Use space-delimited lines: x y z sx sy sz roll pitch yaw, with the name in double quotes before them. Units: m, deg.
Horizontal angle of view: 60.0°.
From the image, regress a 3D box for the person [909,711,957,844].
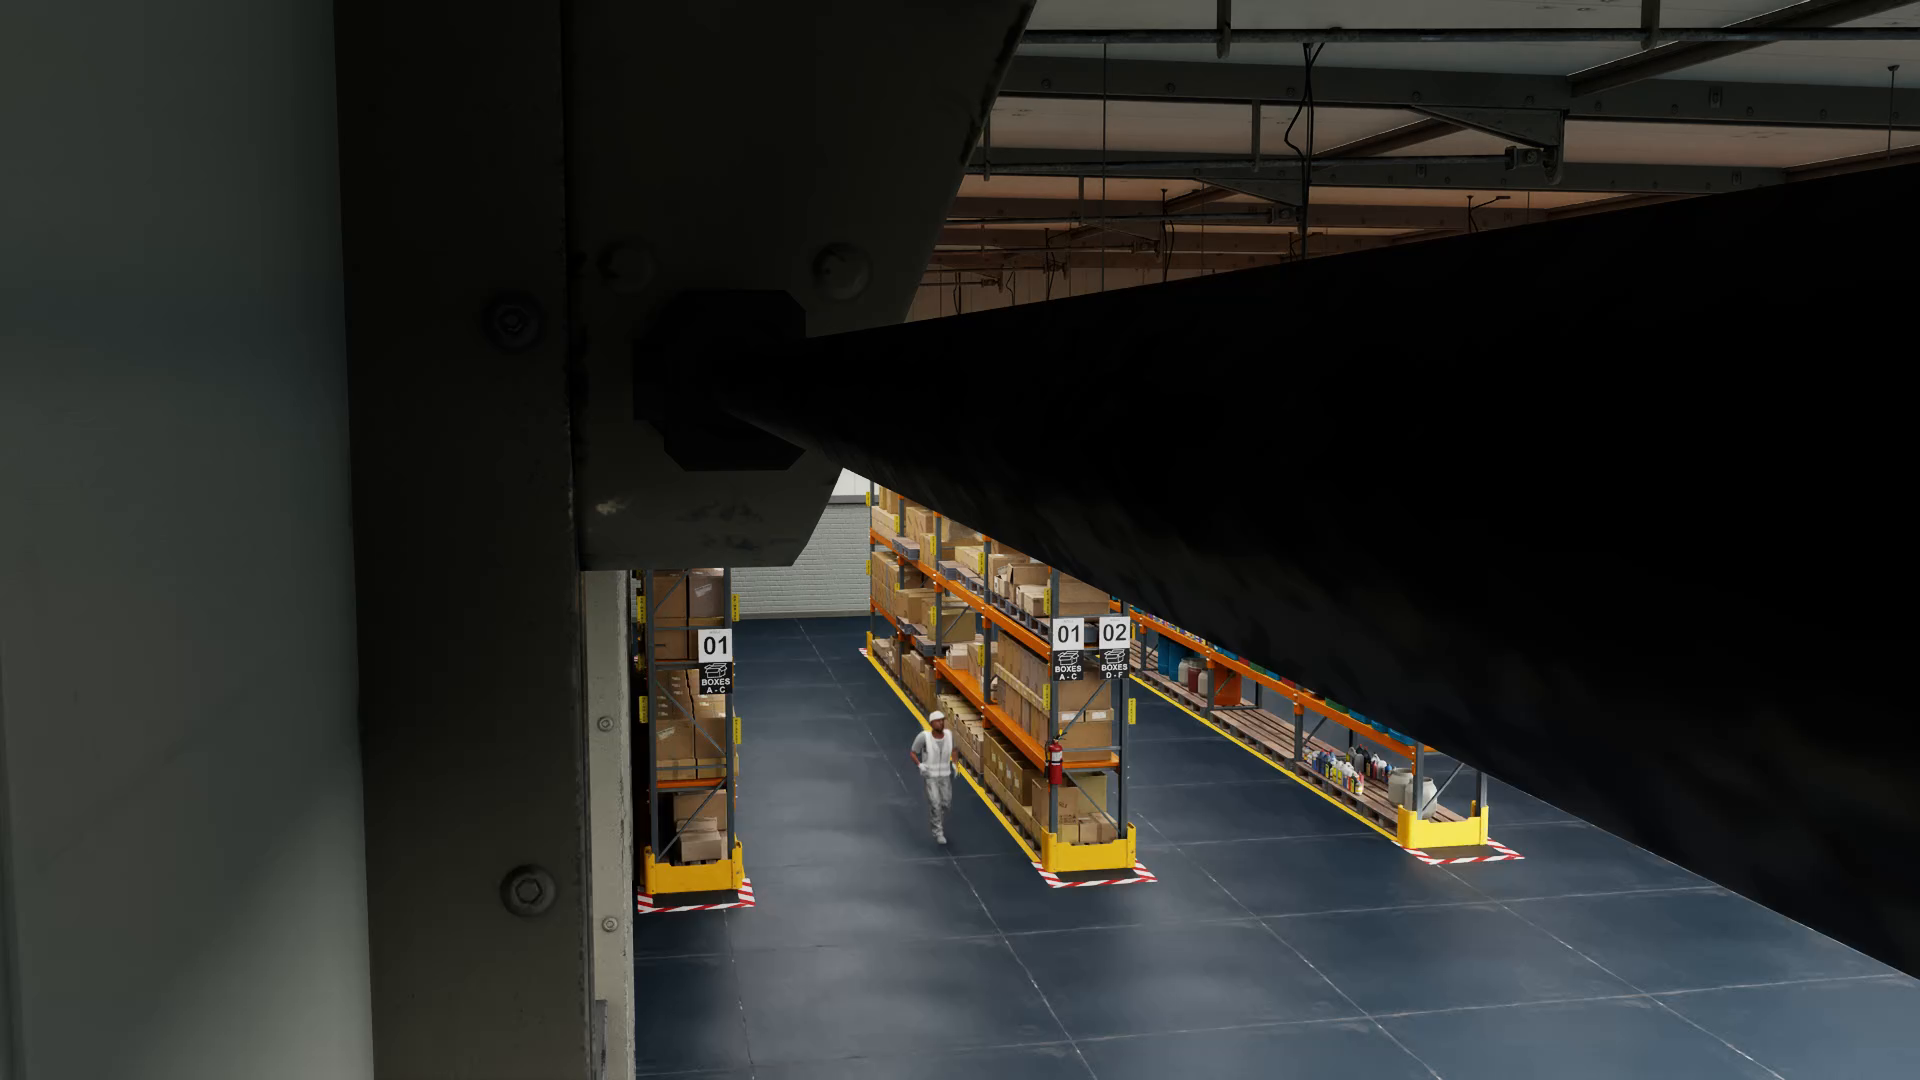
"person" -0.350 3.144 22.281 0.677 1.756 0.695 -2 6 -22
